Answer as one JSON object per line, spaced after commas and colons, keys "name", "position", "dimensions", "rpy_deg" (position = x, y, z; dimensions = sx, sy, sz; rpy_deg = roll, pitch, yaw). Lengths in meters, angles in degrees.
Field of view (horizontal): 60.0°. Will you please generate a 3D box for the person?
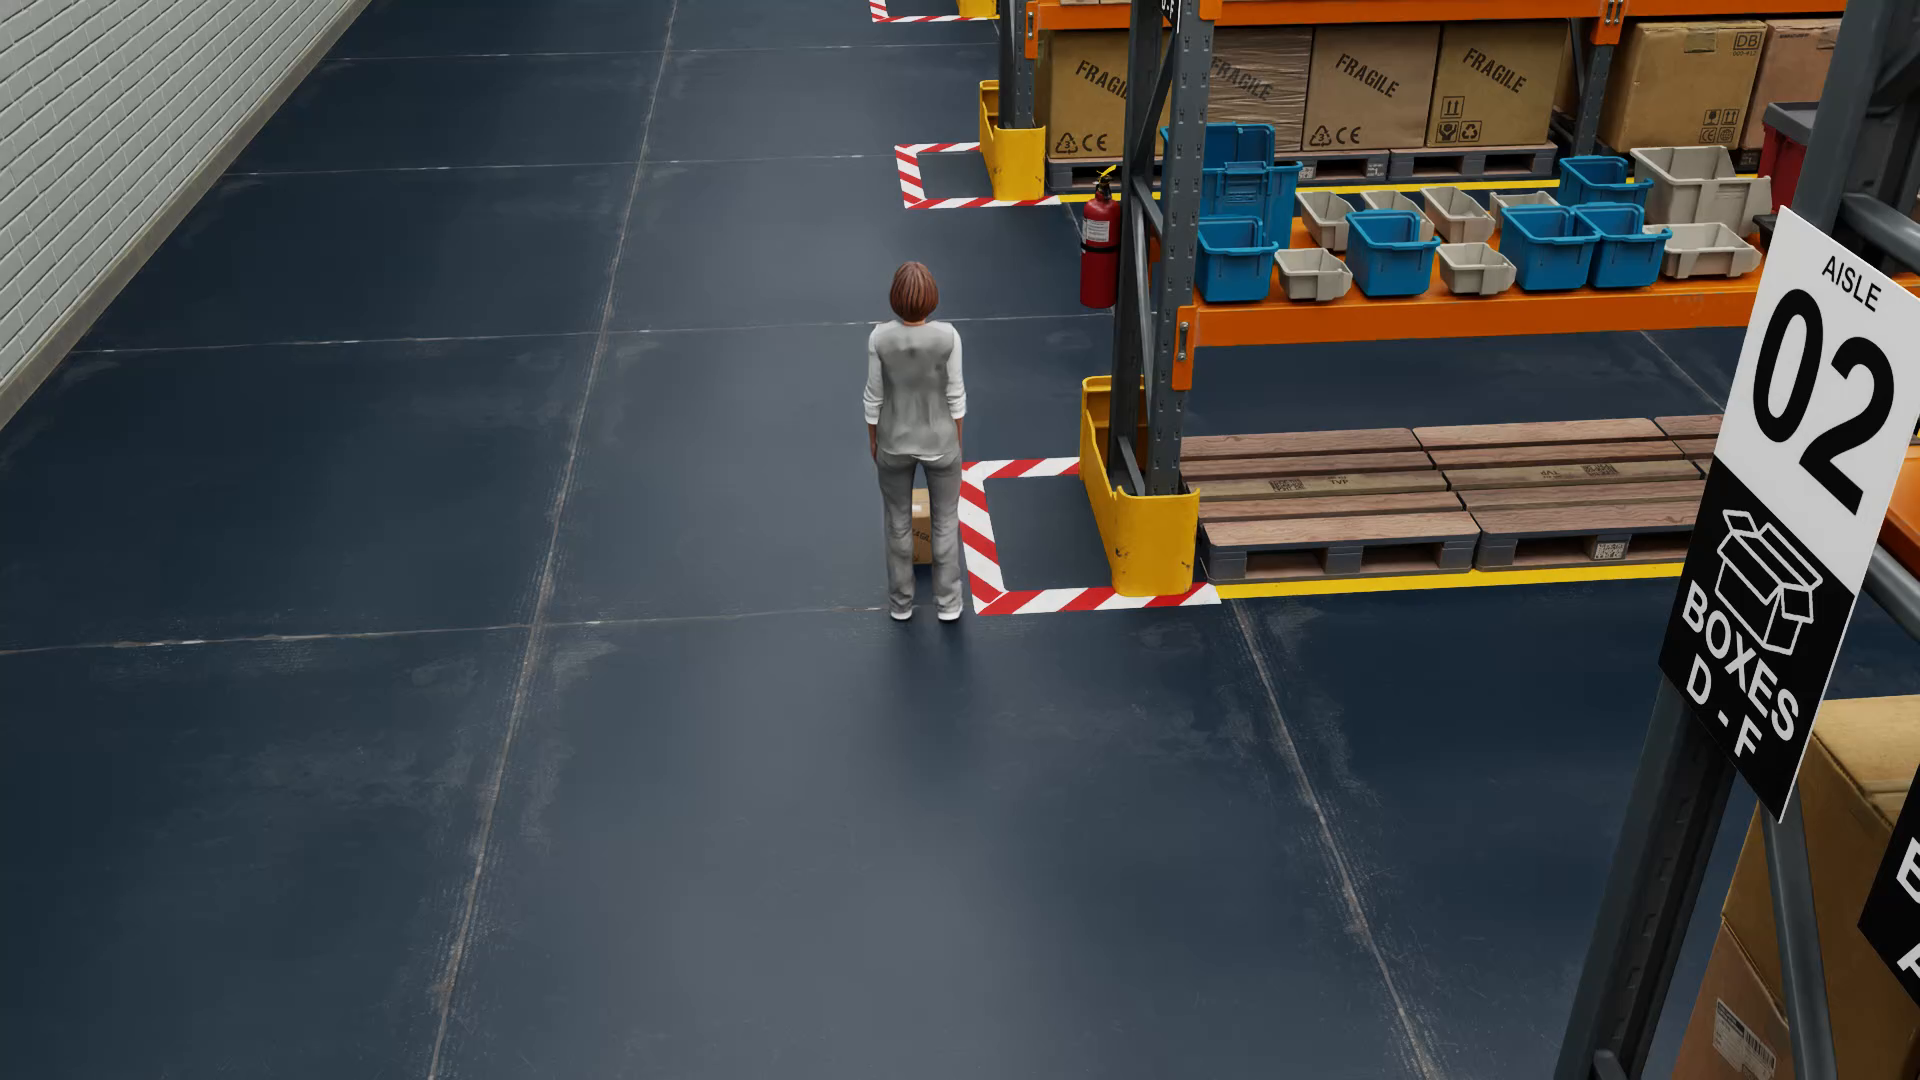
{"name": "person", "position": [-0.179, -0.377, 6.779], "dimensions": [0.393, 1.622, 0.306], "rpy_deg": [0, 32, 0]}
